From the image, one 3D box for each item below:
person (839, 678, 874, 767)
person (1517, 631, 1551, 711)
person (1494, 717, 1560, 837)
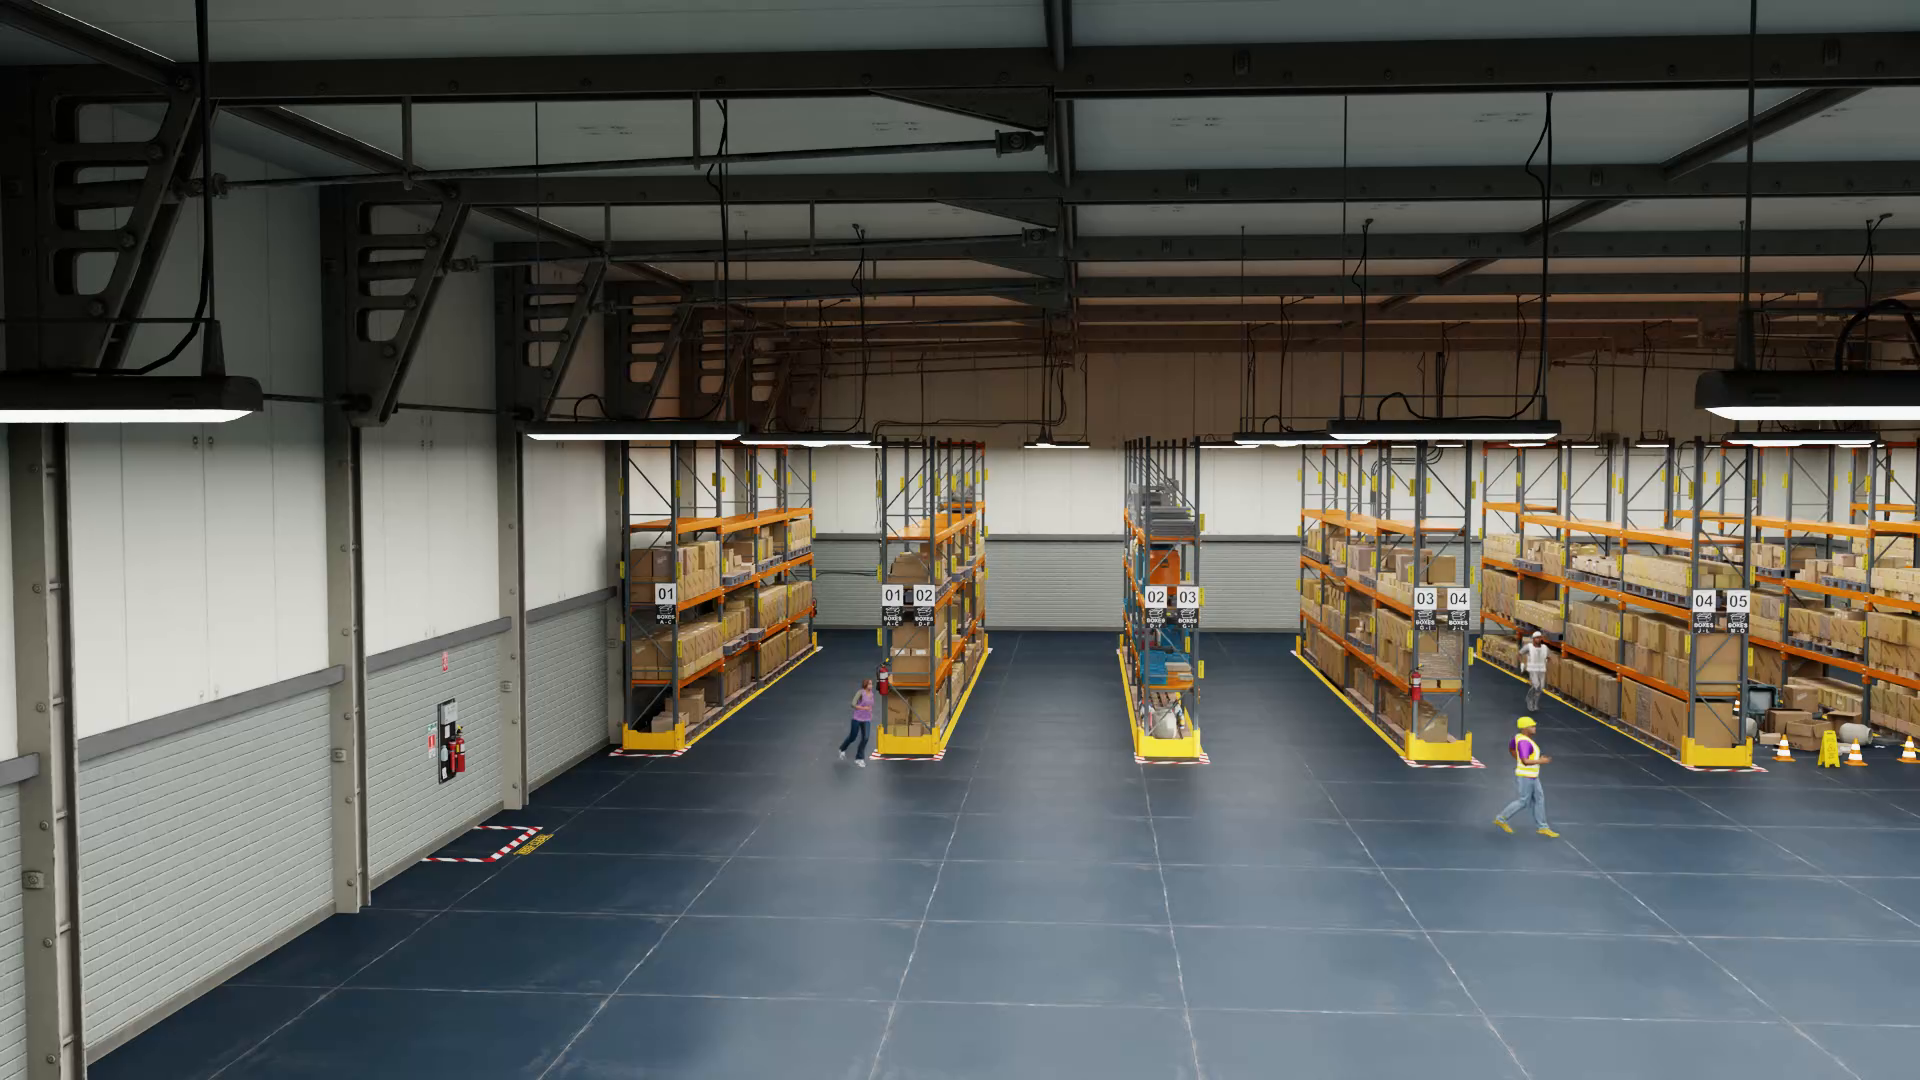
[{"bbox_3d":[-1.791,3.305,30.449,0.567,1.565,0.848,-2,4,-37],"label":"person"},{"bbox_3d":[12.633,2.880,36.401,0.662,1.744,0.657,0,3,-6],"label":"person"},{"bbox_3d":[8.381,3.490,24.546,0.917,1.765,0.701,1,3,23],"label":"person"}]
